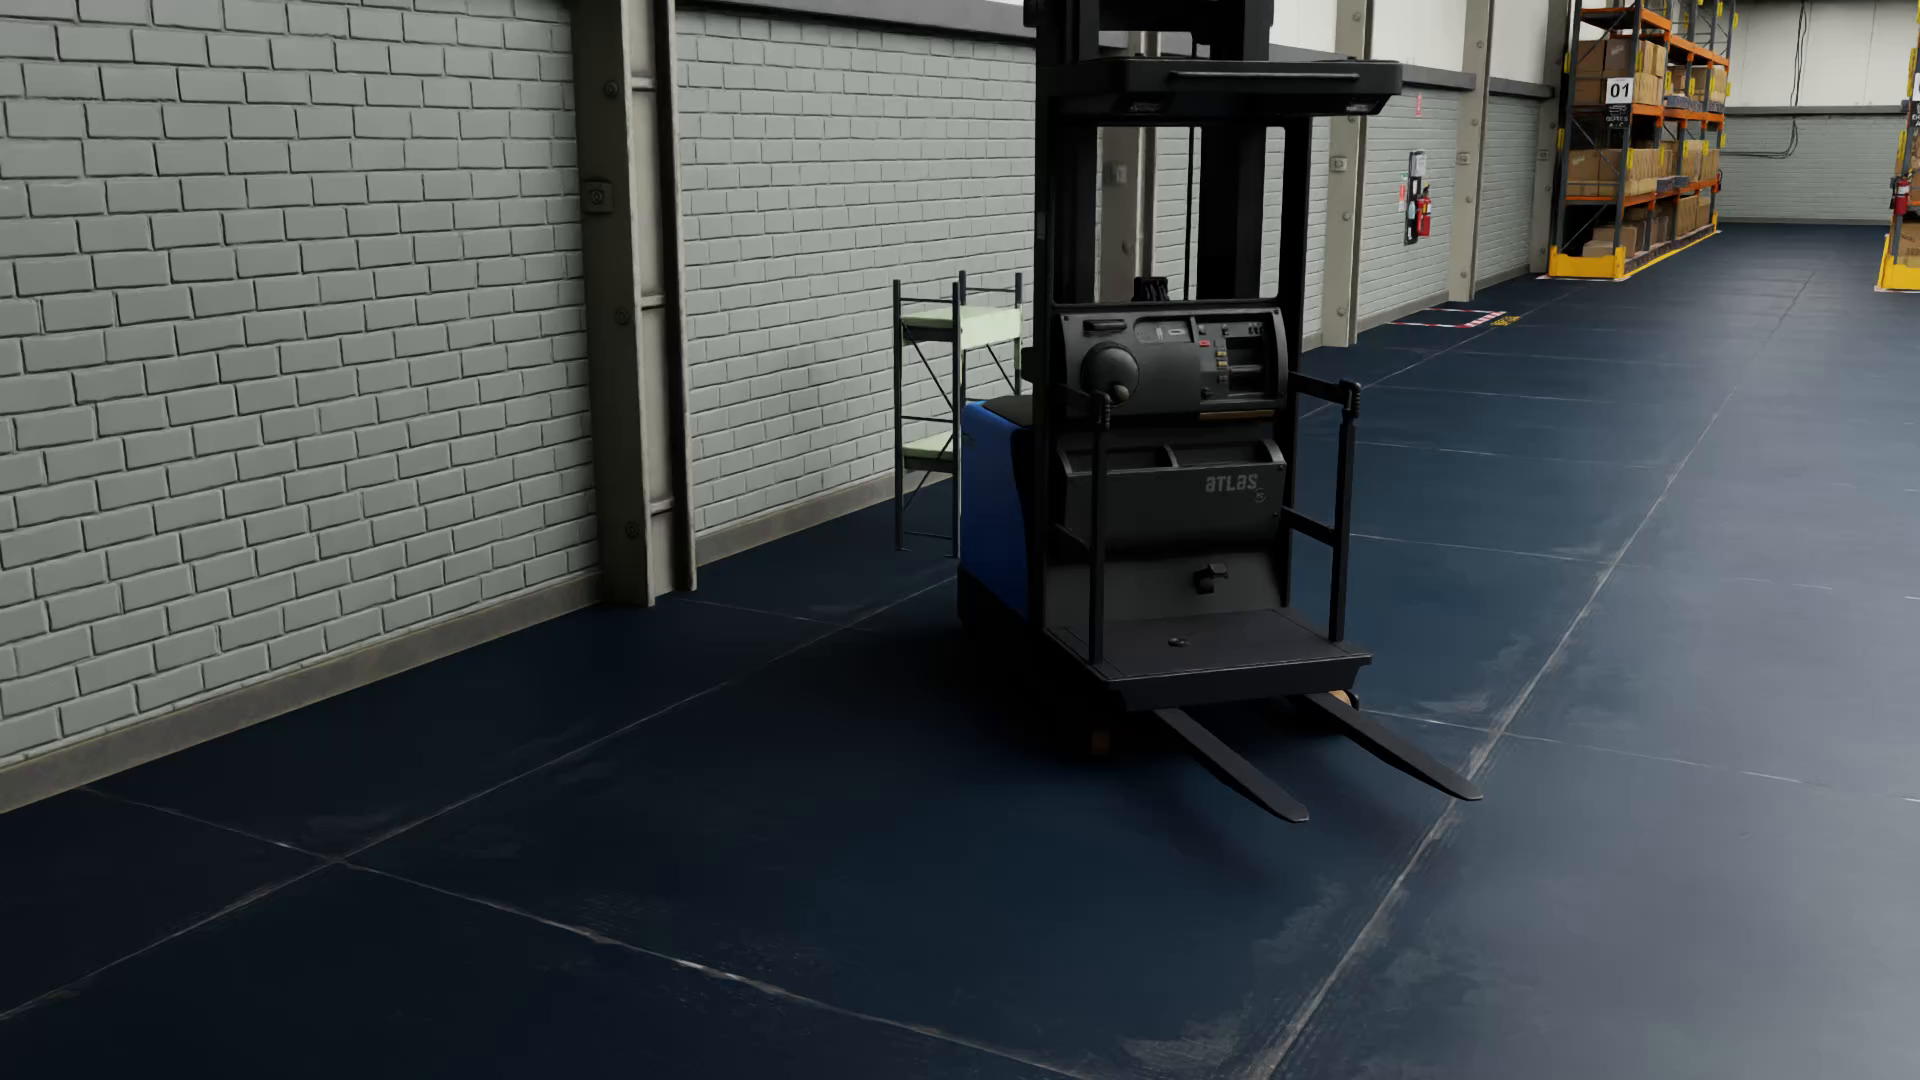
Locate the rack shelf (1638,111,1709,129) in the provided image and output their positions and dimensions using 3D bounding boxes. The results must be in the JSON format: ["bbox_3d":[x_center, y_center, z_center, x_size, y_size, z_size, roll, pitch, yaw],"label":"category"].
[{"bbox_3d":[15.285,-9.029,35.720,1.077,0.370,4.000,7,15,28],"label":"rack shelf"}]

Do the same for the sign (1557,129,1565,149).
[{"bbox_3d":[9.975,-6.652,27.582,0.100,0.325,0.005,7,15,28],"label":"sign"}]

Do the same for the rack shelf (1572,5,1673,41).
[{"bbox_3d":[11.418,-8.844,28.561,1.077,0.370,4.000,7,15,28],"label":"rack shelf"}]

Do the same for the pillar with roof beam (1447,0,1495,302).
[{"bbox_3d":[10.900,-7.308,20.647,9.100,9.000,0.400,7,15,28],"label":"pillar with roof beam"}]

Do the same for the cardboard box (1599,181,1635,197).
[{"bbox_3d":[10.965,-5.870,27.759,0.500,0.250,0.500,7,15,26],"label":"cardboard box"}]

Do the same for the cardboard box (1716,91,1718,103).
[{"bbox_3d":[17.318,-10.290,38.626,0.500,0.250,0.500,7,15,26],"label":"cardboard box"}]

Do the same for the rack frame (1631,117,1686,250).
[{"bbox_3d":[14.319,-7.510,34.285,1.000,3.000,0.127,7,15,28],"label":"rack frame"}]

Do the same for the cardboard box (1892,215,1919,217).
[{"bbox_3d":[16.225,-5.301,28.494,0.500,0.500,0.500,7,15,28],"label":"cardboard box"}]

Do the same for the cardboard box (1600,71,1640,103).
[{"bbox_3d":[10.832,-7.426,27.279,0.500,0.500,0.500,8,16,30],"label":"cardboard box"}]

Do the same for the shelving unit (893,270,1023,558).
[{"bbox_3d":[-0.003,-0.728,9.352,0.431,1.500,0.755,7,15,28],"label":"shelving unit"}]

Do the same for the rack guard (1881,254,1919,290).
[{"bbox_3d":[14.778,-4.088,25.425,1.175,0.500,0.348,7,15,28],"label":"rack guard"}]

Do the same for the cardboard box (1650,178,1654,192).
[{"bbox_3d":[12.173,-6.394,29.931,0.500,0.250,0.500,7,15,28],"label":"cardboard box"}]

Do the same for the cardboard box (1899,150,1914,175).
[{"bbox_3d":[19.889,-7.803,34.391,0.700,0.500,0.500,10,17,37],"label":"cardboard box"}]

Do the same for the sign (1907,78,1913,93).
[{"bbox_3d":[18.183,-8.721,31.805,0.100,0.325,0.005,7,15,28],"label":"sign"}]

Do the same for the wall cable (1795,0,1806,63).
[{"bbox_3d":[23.601,-13.827,43.536,3.097,2.526,0.112,7,15,28],"label":"wall cable"}]

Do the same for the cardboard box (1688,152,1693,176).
[{"bbox_3d":[15.280,-7.992,35.393,0.500,0.500,0.500,7,15,28],"label":"cardboard box"}]

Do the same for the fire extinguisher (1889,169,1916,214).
[{"bbox_3d":[14.326,-5.299,25.279,0.296,0.674,0.183,7,15,28],"label":"fire extinguisher"}]

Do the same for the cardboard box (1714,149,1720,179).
[{"bbox_3d":[17.948,-9.192,40.620,0.980,0.700,0.700,8,16,31],"label":"cardboard box"}]

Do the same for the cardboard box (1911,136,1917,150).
[{"bbox_3d":[20.608,-8.438,35.788,0.500,0.500,0.500,7,15,28],"label":"cardboard box"}]

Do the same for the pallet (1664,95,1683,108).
[{"bbox_3d":[12.777,-8.171,31.027,1.213,0.211,1.003,7,15,28],"label":"pallet"}]

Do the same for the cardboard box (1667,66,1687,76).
[{"bbox_3d":[15.458,-10.136,36.023,0.500,0.250,0.500,7,15,26],"label":"cardboard box"}]

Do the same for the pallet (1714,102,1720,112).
[{"bbox_3d":[17.248,-10.162,39.074,1.003,0.211,1.213,7,15,28],"label":"pallet"}]

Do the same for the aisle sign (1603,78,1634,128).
[{"bbox_3d":[10.679,-7.084,26.970,0.394,0.787,0.004,7,15,28],"label":"aisle sign"}]

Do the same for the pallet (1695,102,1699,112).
[{"bbox_3d":[15.121,-9.245,35.482,1.003,0.211,1.213,8,16,31],"label":"pallet"}]

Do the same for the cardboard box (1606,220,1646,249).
[{"bbox_3d":[12.726,-5.841,31.757,0.700,0.500,0.500,8,16,30],"label":"cardboard box"}]

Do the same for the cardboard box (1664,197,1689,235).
[{"bbox_3d":[15.218,-6.984,35.795,0.750,0.750,0.750,7,15,28],"label":"cardboard box"}]

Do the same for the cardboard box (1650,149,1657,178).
[{"bbox_3d":[12.191,-6.756,29.834,0.500,0.500,0.500,7,15,28],"label":"cardboard box"}]

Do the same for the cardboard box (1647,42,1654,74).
[{"bbox_3d":[11.375,-8.127,28.053,0.500,0.500,0.500,8,16,30],"label":"cardboard box"}]

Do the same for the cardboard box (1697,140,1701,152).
[{"bbox_3d":[15.995,-8.670,36.604,0.500,0.250,0.500,8,16,29],"label":"cardboard box"}]

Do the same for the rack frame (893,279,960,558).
[{"bbox_3d":[-0.180,-0.653,9.041,0.400,1.500,0.023,7,15,28],"label":"rack frame"}]

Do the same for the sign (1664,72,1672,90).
[{"bbox_3d":[12.864,-8.339,30.221,0.100,0.325,0.005,7,15,28],"label":"sign"}]

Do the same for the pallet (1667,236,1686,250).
[{"bbox_3d":[14.766,-6.308,35.248,1.003,0.211,1.213,7,15,28],"label":"pallet"}]

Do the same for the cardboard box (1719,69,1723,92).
[{"bbox_3d":[17.575,-10.764,38.991,0.500,0.500,0.500,7,15,26],"label":"cardboard box"}]

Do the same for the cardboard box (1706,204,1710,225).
[{"bbox_3d":[17.935,-7.986,40.694,0.700,0.500,0.500,7,15,28],"label":"cardboard box"}]

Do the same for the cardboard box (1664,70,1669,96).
[{"bbox_3d":[13.315,-8.757,31.946,0.500,0.500,0.500,7,15,26],"label":"cardboard box"}]

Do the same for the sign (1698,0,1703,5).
[{"bbox_3d":[14.798,-10.860,33.217,0.100,0.325,0.005,7,15,28],"label":"sign"}]

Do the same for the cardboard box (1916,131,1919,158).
[{"bbox_3d":[15.052,-6.093,25.425,0.700,0.500,0.500,7,15,28],"label":"cardboard box"}]

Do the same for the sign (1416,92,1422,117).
[{"bbox_3d":[5.813,-5.513,21.057,0.001,0.298,0.199,7,15,28],"label":"sign"}]

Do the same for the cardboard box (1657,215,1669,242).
[{"bbox_3d":[14.016,-6.355,33.890,0.700,0.500,0.500,8,16,29],"label":"cardboard box"}]

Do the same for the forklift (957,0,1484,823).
[{"bbox_3d":[0.897,-0.717,6.252,1.130,2.935,3.031,-4,14,-16],"label":"forklift"}]

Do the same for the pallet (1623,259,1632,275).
[{"bbox_3d":[10.912,-4.692,28.544,1.003,0.211,1.213,7,15,28],"label":"pallet"}]

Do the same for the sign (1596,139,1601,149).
[{"bbox_3d":[11.897,-7.315,31.003,0.100,0.325,0.005,7,15,28],"label":"sign"}]

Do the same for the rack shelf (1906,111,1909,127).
[{"bbox_3d":[17.690,-7.648,29.991,1.077,0.370,4.000,7,15,28],"label":"rack shelf"}]

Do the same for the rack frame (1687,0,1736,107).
[{"bbox_3d":[18.186,-12.068,40.390,1.000,3.000,0.127,7,15,28],"label":"rack frame"}]

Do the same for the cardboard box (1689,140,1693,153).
[{"bbox_3d":[15.261,-8.355,35.299,0.500,0.250,0.500,7,15,28],"label":"cardboard box"}]

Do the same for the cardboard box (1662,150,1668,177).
[{"bbox_3d":[13.517,-7.417,32.747,0.700,0.500,0.500,7,15,28],"label":"cardboard box"}]

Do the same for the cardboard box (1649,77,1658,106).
[{"bbox_3d":[12.102,-7.972,29.545,0.500,0.500,0.500,6,15,23],"label":"cardboard box"}]

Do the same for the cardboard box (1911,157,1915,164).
[{"bbox_3d":[15.432,-6.038,26.582,0.380,0.149,0.250,8,16,30],"label":"cardboard box"}]

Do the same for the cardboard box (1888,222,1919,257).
[{"bbox_3d":[14.788,-4.684,25.934,0.500,0.500,0.500,7,15,28],"label":"cardboard box"}]

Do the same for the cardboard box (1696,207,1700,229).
[{"bbox_3d":[16.704,-7.462,38.521,0.700,0.500,0.500,8,16,29],"label":"cardboard box"}]

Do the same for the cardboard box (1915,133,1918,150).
[{"bbox_3d":[16.514,-6.717,28.012,0.700,0.500,0.500,7,15,28],"label":"cardboard box"}]

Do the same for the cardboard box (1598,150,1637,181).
[{"bbox_3d":[10.945,-6.234,27.670,0.500,0.500,0.500,7,15,28],"label":"cardboard box"}]

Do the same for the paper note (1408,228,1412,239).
[{"bbox_3d":[5.758,-3.920,21.273,0.016,0.148,0.142,7,15,28],"label":"paper note"}]
